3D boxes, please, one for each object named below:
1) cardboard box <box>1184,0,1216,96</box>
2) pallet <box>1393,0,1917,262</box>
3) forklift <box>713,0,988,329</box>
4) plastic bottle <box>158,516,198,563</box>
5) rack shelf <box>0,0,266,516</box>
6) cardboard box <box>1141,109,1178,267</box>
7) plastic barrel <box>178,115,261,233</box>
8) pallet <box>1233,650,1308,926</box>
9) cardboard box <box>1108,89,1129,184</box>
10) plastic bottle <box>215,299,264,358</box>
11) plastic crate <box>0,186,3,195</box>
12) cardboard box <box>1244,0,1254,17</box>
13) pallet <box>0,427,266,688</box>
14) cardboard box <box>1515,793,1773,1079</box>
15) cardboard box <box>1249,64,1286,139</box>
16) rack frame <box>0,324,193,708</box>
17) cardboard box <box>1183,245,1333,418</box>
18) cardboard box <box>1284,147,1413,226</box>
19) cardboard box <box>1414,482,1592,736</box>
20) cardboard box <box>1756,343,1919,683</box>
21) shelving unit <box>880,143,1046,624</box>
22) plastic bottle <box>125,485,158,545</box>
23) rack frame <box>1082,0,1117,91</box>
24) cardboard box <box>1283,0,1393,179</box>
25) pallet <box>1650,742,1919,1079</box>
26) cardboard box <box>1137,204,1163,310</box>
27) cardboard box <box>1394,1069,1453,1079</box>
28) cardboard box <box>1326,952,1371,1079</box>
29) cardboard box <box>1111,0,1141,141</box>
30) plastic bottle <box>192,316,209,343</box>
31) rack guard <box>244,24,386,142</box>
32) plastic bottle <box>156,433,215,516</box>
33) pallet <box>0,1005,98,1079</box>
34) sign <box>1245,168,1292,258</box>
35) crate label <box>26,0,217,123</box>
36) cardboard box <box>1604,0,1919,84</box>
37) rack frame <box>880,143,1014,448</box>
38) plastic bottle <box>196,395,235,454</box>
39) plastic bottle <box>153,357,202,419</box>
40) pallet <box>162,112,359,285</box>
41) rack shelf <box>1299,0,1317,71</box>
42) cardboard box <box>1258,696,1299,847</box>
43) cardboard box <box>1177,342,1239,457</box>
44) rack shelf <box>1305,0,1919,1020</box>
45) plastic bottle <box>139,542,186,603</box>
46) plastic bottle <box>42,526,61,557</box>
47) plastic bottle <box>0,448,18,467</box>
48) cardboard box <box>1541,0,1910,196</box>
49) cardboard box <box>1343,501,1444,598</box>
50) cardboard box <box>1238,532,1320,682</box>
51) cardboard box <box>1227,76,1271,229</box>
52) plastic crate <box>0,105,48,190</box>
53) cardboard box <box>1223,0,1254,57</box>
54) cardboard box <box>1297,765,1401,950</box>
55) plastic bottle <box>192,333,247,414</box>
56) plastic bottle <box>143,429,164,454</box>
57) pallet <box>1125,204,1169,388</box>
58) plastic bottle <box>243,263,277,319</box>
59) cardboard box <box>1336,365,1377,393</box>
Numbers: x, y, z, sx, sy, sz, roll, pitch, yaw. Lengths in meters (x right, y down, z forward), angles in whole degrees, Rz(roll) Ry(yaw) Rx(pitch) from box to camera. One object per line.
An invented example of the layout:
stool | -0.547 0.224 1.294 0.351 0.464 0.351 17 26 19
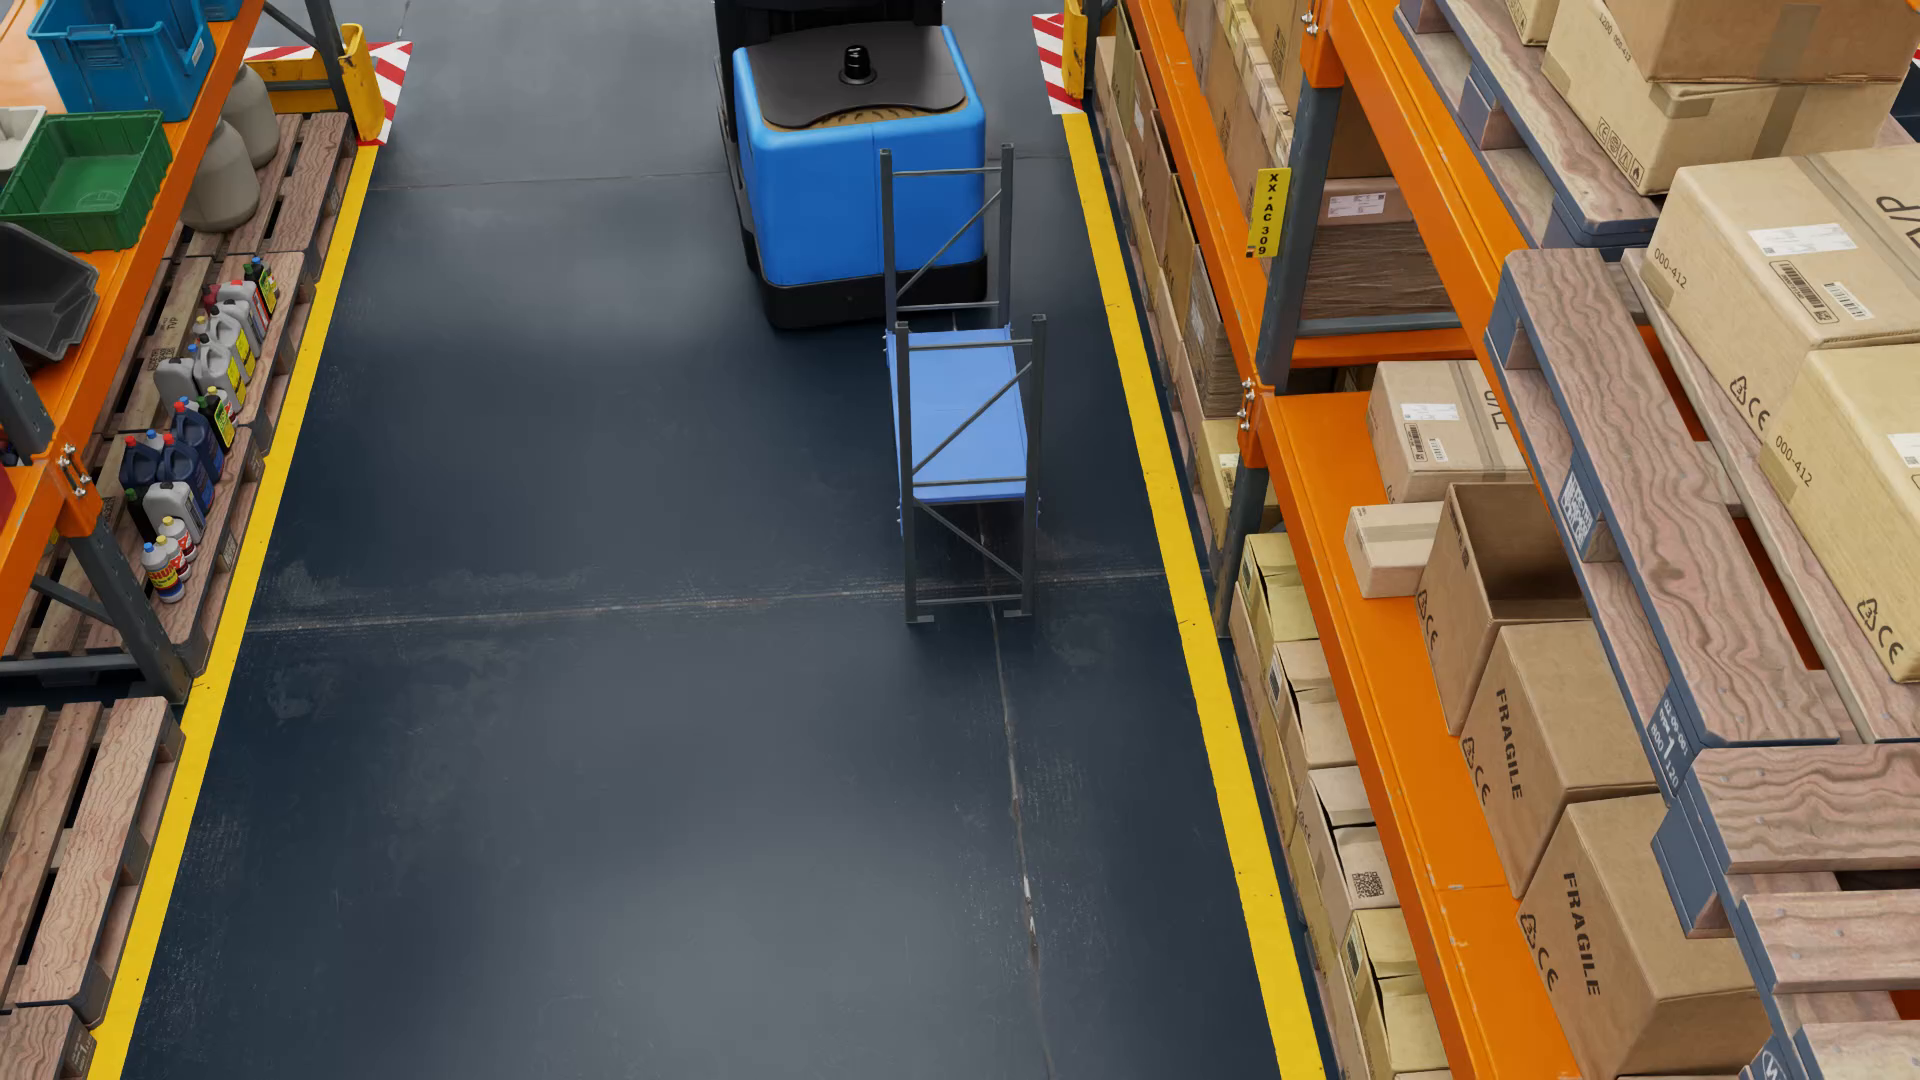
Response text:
cardboard box | 1.325 -2.185 6.821 0.700 0.500 0.500 -2 47 -2
pallet | 1.588 -1.043 3.874 0.805 0.209 1.217 -5 47 -5
forklift | -0.681 -3.077 7.782 1.130 2.935 3.031 -9 47 -8
plastic bottle | -3.042 -0.010 6.454 0.097 0.201 0.097 0 47 0
rack shelf | -3.602 -1.616 6.847 1.077 0.370 4.000 -3 47 -3
cardboard box | 1.113 -1.579 7.404 0.500 0.500 0.500 -3 47 -3
plastic barrel | -3.597 -1.765 7.917 0.421 0.512 0.421 0 47 0
pallet | 1.602 0.775 6.007 1.003 0.211 1.213 -3 47 -3
cardboard box | 1.035 -2.045 8.362 0.500 0.250 0.500 -3 47 -3
plastic bottle | -3.174 -0.939 7.282 0.152 0.276 0.135 -5 47 -4
plastic crate | -3.798 -1.149 6.012 0.499 0.251 0.616 -3 47 -3
cardboard box | 1.373 -2.244 5.983 0.700 0.500 0.500 -4 47 -3
pallet | -3.450 0.054 6.690 1.003 0.211 1.213 -3 47 -3
cardboard box | 1.679 0.932 3.869 0.500 0.500 0.500 -6 47 -5
cardboard box | 1.222 -1.524 5.749 0.380 0.149 0.250 -5 47 -4
rack frame | -3.435 -0.416 5.215 1.000 3.000 0.127 -3 47 -3
cardboard box | 1.214 -0.856 6.720 0.500 0.500 0.500 -3 47 -3
cardboard box | 1.265 -1.156 5.400 0.380 0.149 0.250 -4 47 -3
cardboard box | 1.593 0.189 4.573 0.500 0.500 0.500 0 47 0
cardboard box | 1.644 -0.063 2.628 0.500 0.250 0.500 -4 47 -4
shelving unit | -0.007 -0.577 6.400 0.538 1.500 1.048 -3 47 -3
plastic bottle | -3.185 -0.116 6.498 0.061 0.283 0.133 -3 47 -3
rack frame | 1.166 -3.609 8.238 1.000 3.000 0.127 -3 47 -3
cardboard box | 1.458 -1.516 5.294 0.700 0.500 0.500 -3 47 -3
pallet | 1.690 0.727 2.196 1.213 0.211 1.003 -2 47 -1
cardboard box | 1.114 -1.321 7.676 0.500 0.250 0.500 -3 47 -3
cardboard box | 1.457 1.683 4.445 0.500 0.311 0.500 -4 47 -4
cardboard box | 1.417 1.506 4.999 0.500 0.250 0.500 -3 47 -3
cardboard box | 1.033 -2.302 8.089 0.500 0.500 0.500 -3 47 -3
plastic bottle | -3.297 -0.892 7.290 0.097 0.201 0.097 0 47 0
rack guard | -3.717 -2.399 8.814 1.175 0.500 0.348 -3 47 -3
plastic bottle | -3.089 -0.266 6.594 0.144 0.351 0.185 -2 47 -2
pallet | -3.225 1.993 4.854 1.003 0.211 1.213 -3 47 -3
sign | 0.948 -1.005 5.121 0.100 0.325 0.005 -3 47 -3
crate label | -3.346 -2.007 6.697 0.502 0.435 0.616 -3 47 -3
cardboard box | 1.584 -1.238 3.224 0.500 0.500 0.500 1 47 1
rack frame | -0.050 -0.945 6.749 0.500 1.500 0.032 -3 47 -3
plastic bottle | -3.077 -0.501 6.863 0.061 0.283 0.133 -2 47 -2
plastic bottle | -3.286 -0.657 7.016 0.152 0.276 0.135 -3 47 -3
pallet | -3.654 -1.711 8.362 1.003 0.211 1.213 -3 47 -3
rack shelf | 1.334 -2.946 6.040 1.077 0.370 4.000 -3 47 -3
cardboard box | 1.330 0.763 5.702 0.500 0.250 0.500 -2 47 -2
cardboard box | 1.213 -0.598 6.992 0.500 0.250 0.500 -3 47 -3
rack shelf | 1.669 -0.052 3.299 1.077 0.370 4.000 -3 47 -3
plastic bottle | -3.025 0.113 6.289 0.097 0.271 0.097 0 47 0
plastic bottle | -3.632 -0.114 6.450 0.144 0.351 0.185 -3 47 -3
plastic bottle | -3.792 -0.244 6.573 0.144 0.351 0.185 -6 47 -5
cardboard box | 1.592 -0.995 3.511 0.500 0.250 0.500 -8 47 -7
cardboard box | 1.372 0.025 4.970 0.380 0.149 0.250 -3 47 -3
cardboard box | 1.288 0.208 5.842 0.500 0.311 0.500 -3 47 -3
cardboard box | 1.407 -1.451 6.126 0.700 0.500 0.500 -4 47 -4
plastic crate | -3.823 -1.485 6.409 0.530 0.136 0.437 -3 47 -3
cardboard box | 1.182 -1.892 6.097 0.380 0.149 0.250 -4 47 -3
cardboard box | 1.369 0.945 5.144 0.500 0.311 0.500 -5 47 -5
plastic bottle | -3.140 -0.710 7.015 0.144 0.351 0.185 -4 47 -4
plastic bottle | -3.221 -0.336 6.715 0.097 0.271 0.097 0 47 0
pallet | 1.371 -1.219 7.895 1.003 0.211 1.213 -3 47 -3
plastic bottle | -3.151 -1.142 7.470 0.061 0.283 0.133 -2 47 -2
cardboard box | 1.775 -0.526 6.407 0.500 0.500 0.500 -3 47 -3
